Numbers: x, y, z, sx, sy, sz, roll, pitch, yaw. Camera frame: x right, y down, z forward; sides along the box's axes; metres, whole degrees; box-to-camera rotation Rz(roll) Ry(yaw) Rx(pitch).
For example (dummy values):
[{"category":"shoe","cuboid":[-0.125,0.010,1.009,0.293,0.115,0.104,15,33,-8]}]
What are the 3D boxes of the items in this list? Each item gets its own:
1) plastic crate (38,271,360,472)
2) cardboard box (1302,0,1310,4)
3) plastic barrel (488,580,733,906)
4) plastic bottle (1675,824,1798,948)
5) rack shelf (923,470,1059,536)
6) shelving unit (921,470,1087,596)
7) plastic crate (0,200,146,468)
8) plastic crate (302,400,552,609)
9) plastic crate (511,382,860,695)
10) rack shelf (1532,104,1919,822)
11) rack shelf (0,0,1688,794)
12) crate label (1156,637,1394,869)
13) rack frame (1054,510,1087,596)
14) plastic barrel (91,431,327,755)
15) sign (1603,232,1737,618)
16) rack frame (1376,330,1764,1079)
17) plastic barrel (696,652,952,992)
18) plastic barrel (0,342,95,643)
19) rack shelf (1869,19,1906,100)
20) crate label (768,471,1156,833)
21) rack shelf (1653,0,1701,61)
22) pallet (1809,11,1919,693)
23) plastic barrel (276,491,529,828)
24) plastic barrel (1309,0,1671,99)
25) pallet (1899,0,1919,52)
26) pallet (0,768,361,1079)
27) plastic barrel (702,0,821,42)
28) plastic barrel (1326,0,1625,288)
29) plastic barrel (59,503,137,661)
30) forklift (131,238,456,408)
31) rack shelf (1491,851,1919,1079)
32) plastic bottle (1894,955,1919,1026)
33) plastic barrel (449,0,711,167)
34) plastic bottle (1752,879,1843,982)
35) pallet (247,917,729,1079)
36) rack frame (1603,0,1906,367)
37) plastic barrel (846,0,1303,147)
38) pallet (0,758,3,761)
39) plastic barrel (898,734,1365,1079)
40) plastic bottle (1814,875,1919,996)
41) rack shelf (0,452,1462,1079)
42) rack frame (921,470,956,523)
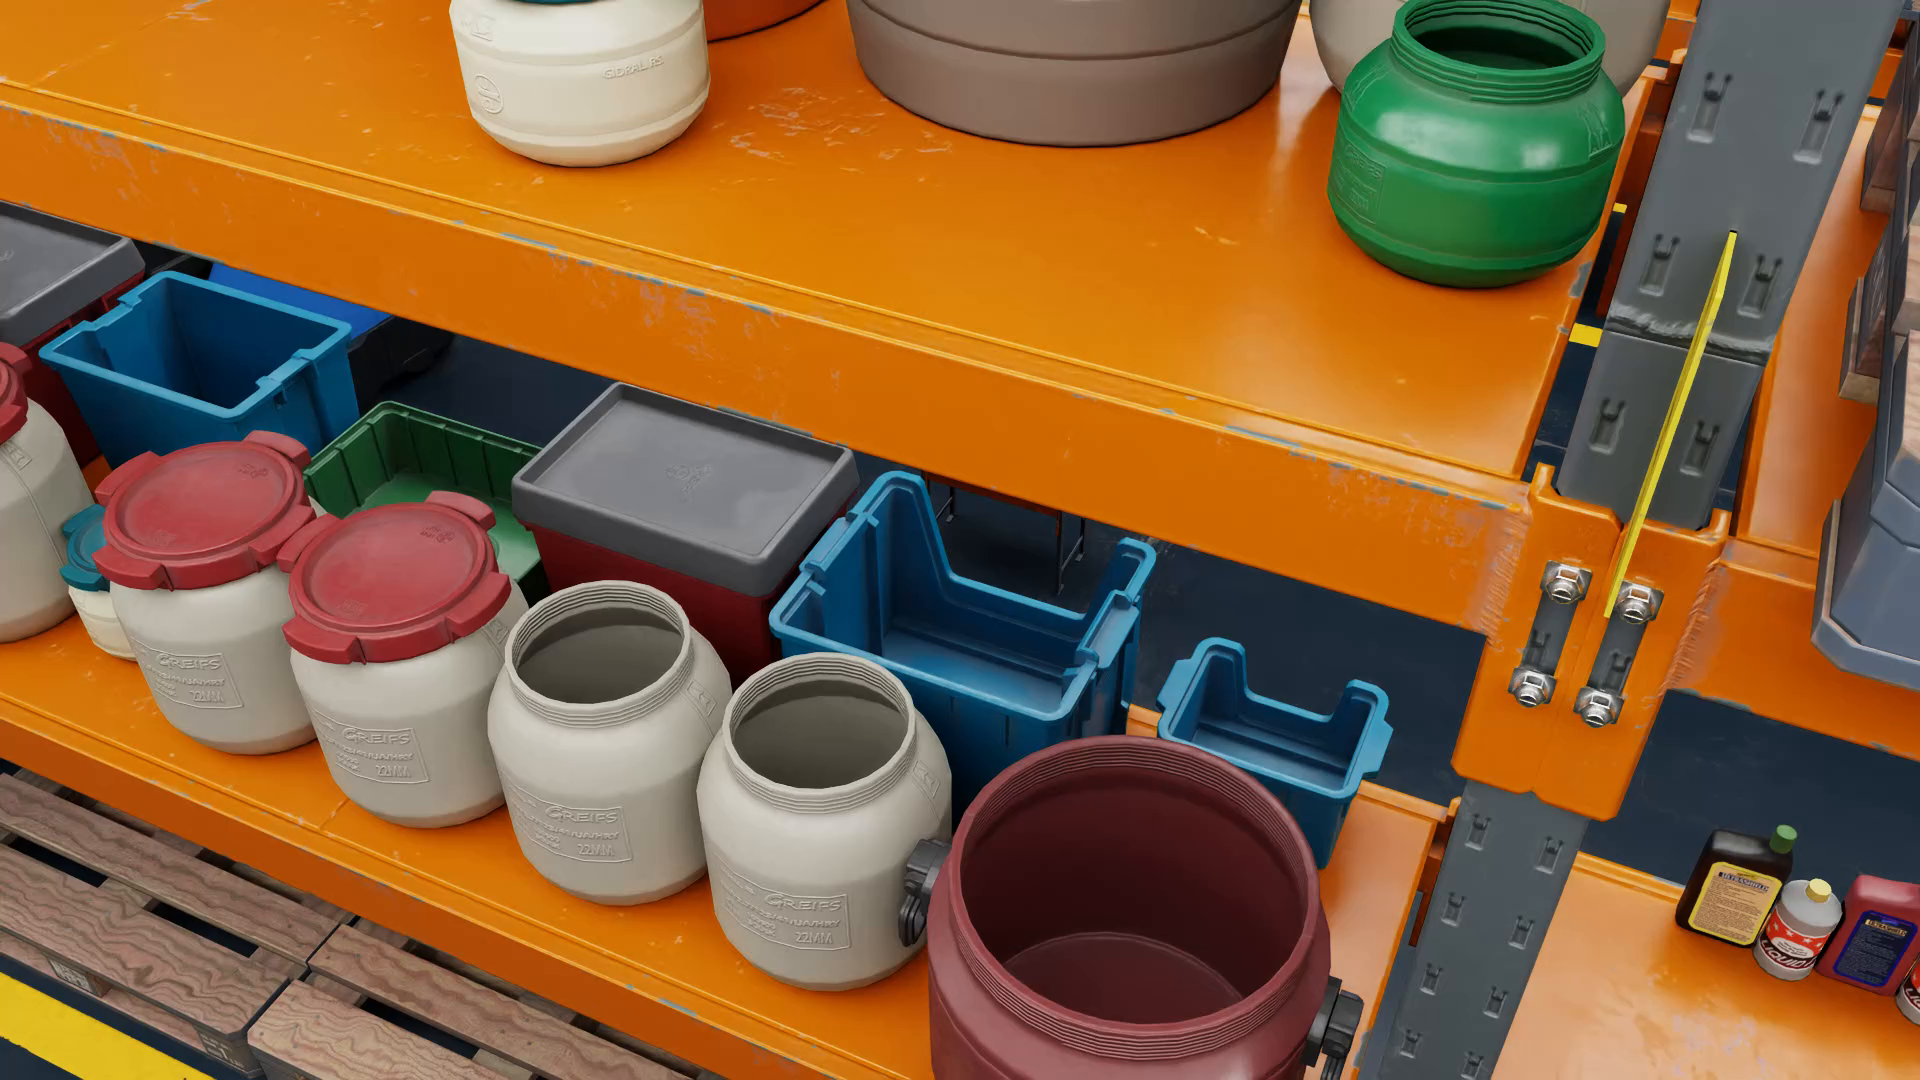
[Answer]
[{"category":"plastic crate","cuboid":[-1.695,-0.300,3.818,0.575,0.384,0.392,17,44,19]},{"category":"cardboard box","cuboid":[1.605,-2.192,7.339,0.500,0.311,0.500,16,43,17]},{"category":"plastic barrel","cuboid":[-0.606,0.364,2.954,0.421,0.512,0.421,0,41,0]},{"category":"plastic bottle","cuboid":[1.345,0.584,2.875,0.133,0.283,0.061,17,44,19]},{"category":"rack shelf","cuboid":[0.150,-0.207,5.478,0.480,0.148,0.258,17,44,19]},{"category":"shelving unit","cuboid":[0.150,-0.408,5.304,0.503,1.200,0.258,17,44,19]},{"category":"plastic crate","cuboid":[-2.258,-0.498,3.986,0.583,0.464,0.402,17,44,19]},{"category":"plastic crate","cuboid":[-1.129,-0.032,3.658,0.662,0.188,0.450,17,44,19]},{"category":"plastic crate","cuboid":[-0.537,0.028,3.379,0.583,0.464,0.402,17,44,19]},{"category":"rack shelf","cuboid":[2.611,0.373,1.288,4.000,0.370,1.077,17,44,19]},{"category":"rack shelf","cuboid":[-1.014,-0.734,2.566,4.000,0.370,1.077,17,44,19]},{"category":"crate label","cuboid":[0.575,0.405,3.120,0.416,0.233,0.303,17,44,19]},{"category":"rack frame","cuboid":[0.371,-0.340,5.226,0.015,1.200,0.240,17,44,19]},{"category":"plastic barrel","cuboid":[-1.387,0.120,3.217,0.433,0.535,0.433,0,41,0]},{"category":"sign","cuboid":[0.572,-0.084,1.347,0.005,0.325,0.100,17,44,19]},{"category":"rack frame","cuboid":[0.798,0.681,2.674,0.127,3.000,1.000,17,44,19]},{"category":"plastic barrel","cuboid":[-0.224,0.481,2.820,0.421,0.512,0.421,0,41,0]},{"category":"plastic barrel","cuboid":[-2.052,-0.083,3.452,0.433,0.535,0.433,0,41,0]},{"category":"rack shelf","cuboid":[4.709,-1.432,5.662,4.000,0.370,1.077,17,44,19]},{"category":"crate label","cuboid":[0.012,0.232,3.165,0.616,0.435,0.502,17,44,19]},{"category":"rack shelf","cuboid":[1.084,-2.540,6.940,4.000,0.370,1.077,17,44,19]},{"category":"pallet","cuboid":[1.450,-0.111,1.442,1.213,0.211,1.003,17,44,19]},{"category":"plastic barrel","cuboid":[-0.995,0.240,3.079,0.433,0.535,0.433,0,41,0]},{"category":"plastic barrel","cuboid":[0.646,-0.763,1.964,0.421,0.512,0.421,0,41,0]},{"category":"pallet","cuboid":[3.540,-2.039,5.959,1.003,0.211,1.213,17,44,19]},{"category":"pallet","cuboid":[-2.098,0.821,4.641,1.213,0.211,1.003,17,44,19]},{"category":"plastic barrel","cuboid":[-0.447,-1.152,2.171,0.708,0.830,0.600,17,44,19]},{"category":"plastic barrel","cuboid":[0.553,-0.432,1.786,0.294,0.245,0.294,0,41,0]},{"category":"plastic barrel","cuboid":[-1.692,0.083,3.469,0.301,0.262,0.301,0,41,0]},{"category":"forklift","cuboid":[-3.233,-1.246,4.949,1.130,2.935,3.031,24,46,25]},{"category":"rack shelf","cuboid":[2.611,1.507,2.271,4.000,0.370,1.077,17,44,19]},{"category":"plastic bottle","cuboid":[1.651,0.722,2.779,0.097,0.201,0.097,0,41,0]},{"category":"plastic barrel","cuboid":[-0.453,-0.614,1.983,0.301,0.262,0.301,0,41,0]},{"category":"plastic bottle","cuboid":[1.442,0.658,2.853,0.097,0.201,0.097,0,41,0]},{"category":"pallet","cuboid":[-0.989,1.158,4.252,1.213,0.211,1.003,17,44,19]},{"category":"rack frame","cuboid":[0.798,-1.586,0.709,0.127,3.000,1.000,17,44,19]},{"category":"plastic barrel","cuboid":[0.146,-0.998,1.938,0.600,0.901,0.600,0,41,0]},{"category":"pallet","cuboid":[-3.418,0.416,5.109,1.213,0.211,1.003,17,44,19]},{"category":"plastic barrel","cuboid":[0.250,0.681,2.570,0.708,0.536,0.600,17,44,19]},{"category":"plastic bottle","cuboid":[1.554,0.648,2.802,0.133,0.283,0.061,17,44,19]},{"category":"rack shelf","cuboid":[-1.014,0.399,3.549,4.000,0.370,1.077,17,44,19]},{"category":"rack frame","cuboid":[-0.071,-0.475,5.382,0.015,1.200,0.240,17,44,19]}]
